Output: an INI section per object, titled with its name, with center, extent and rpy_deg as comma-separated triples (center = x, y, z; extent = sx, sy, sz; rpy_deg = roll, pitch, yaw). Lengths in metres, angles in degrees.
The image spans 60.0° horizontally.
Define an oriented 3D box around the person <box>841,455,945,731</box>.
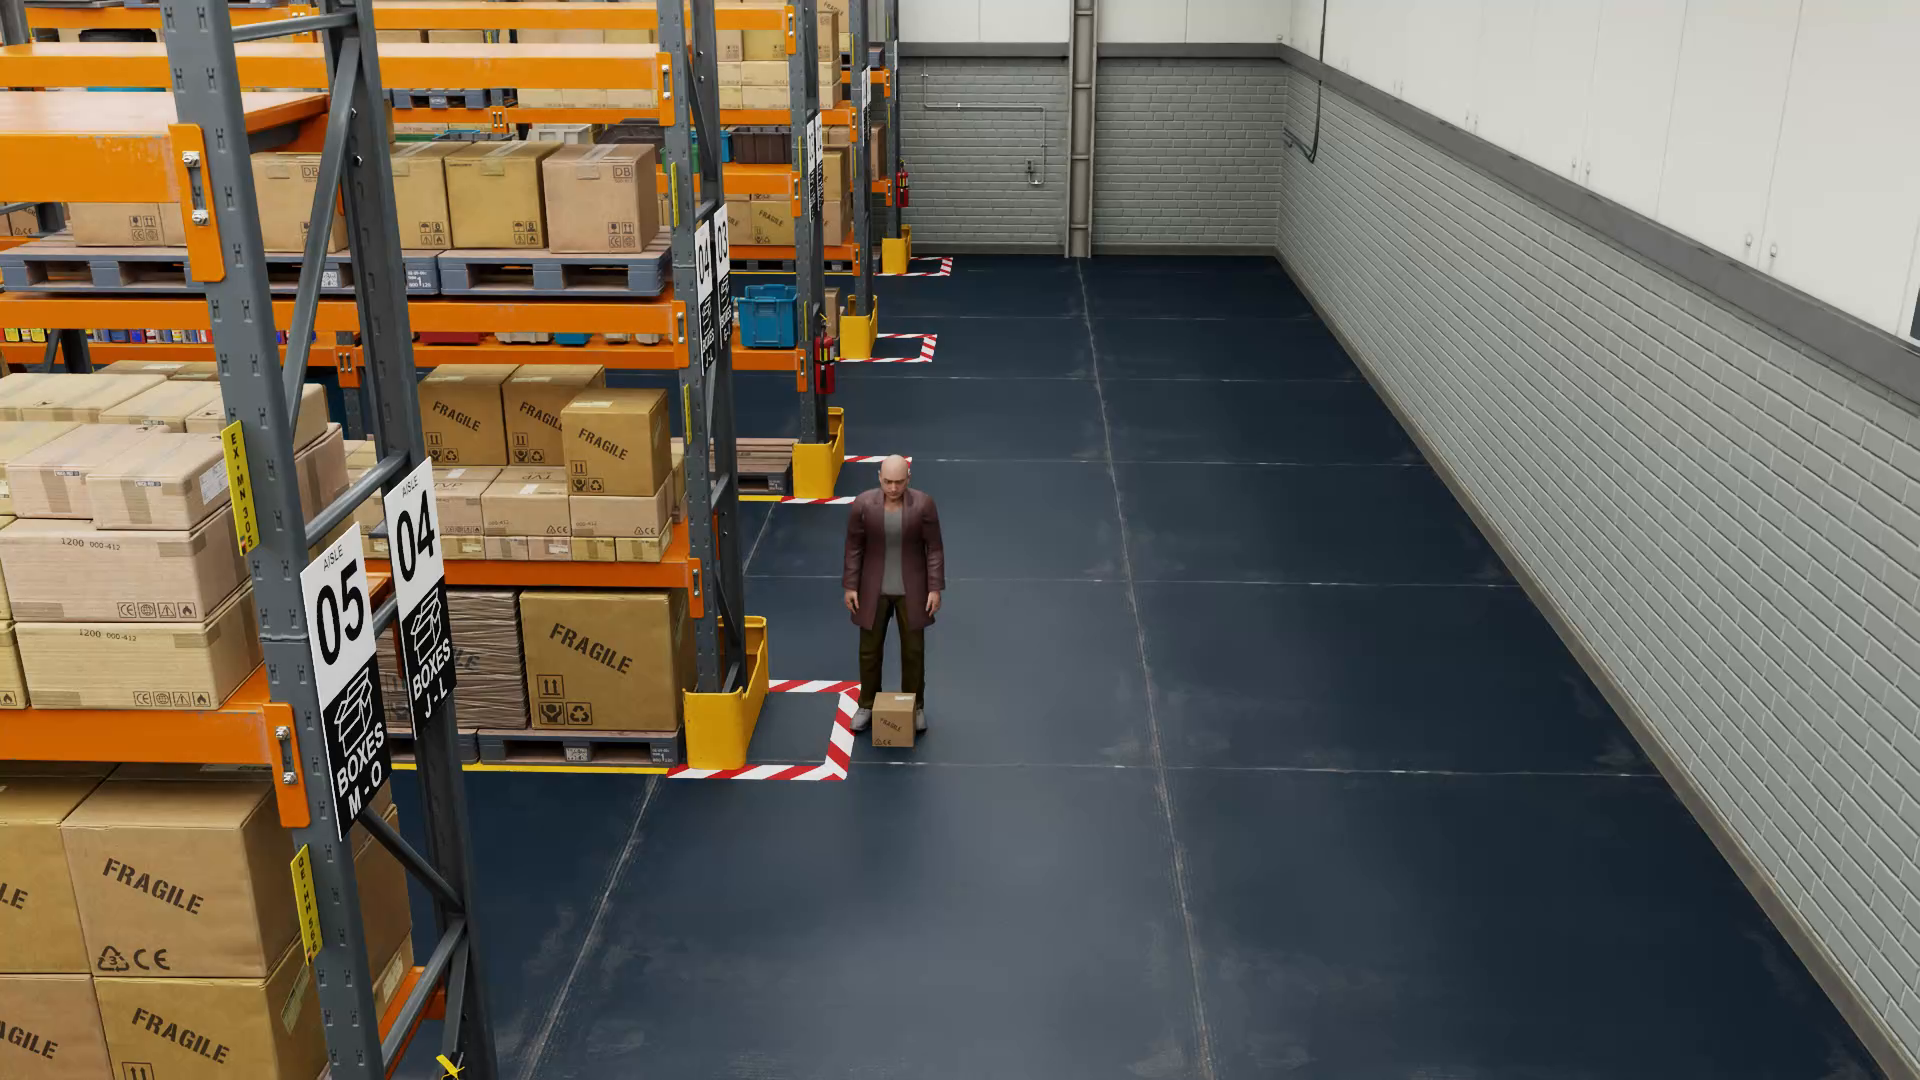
[person]
center = -0.411, 0.312, 10.266
extent = 0.642, 1.773, 0.428
rpy_deg = 1, 20, 2
